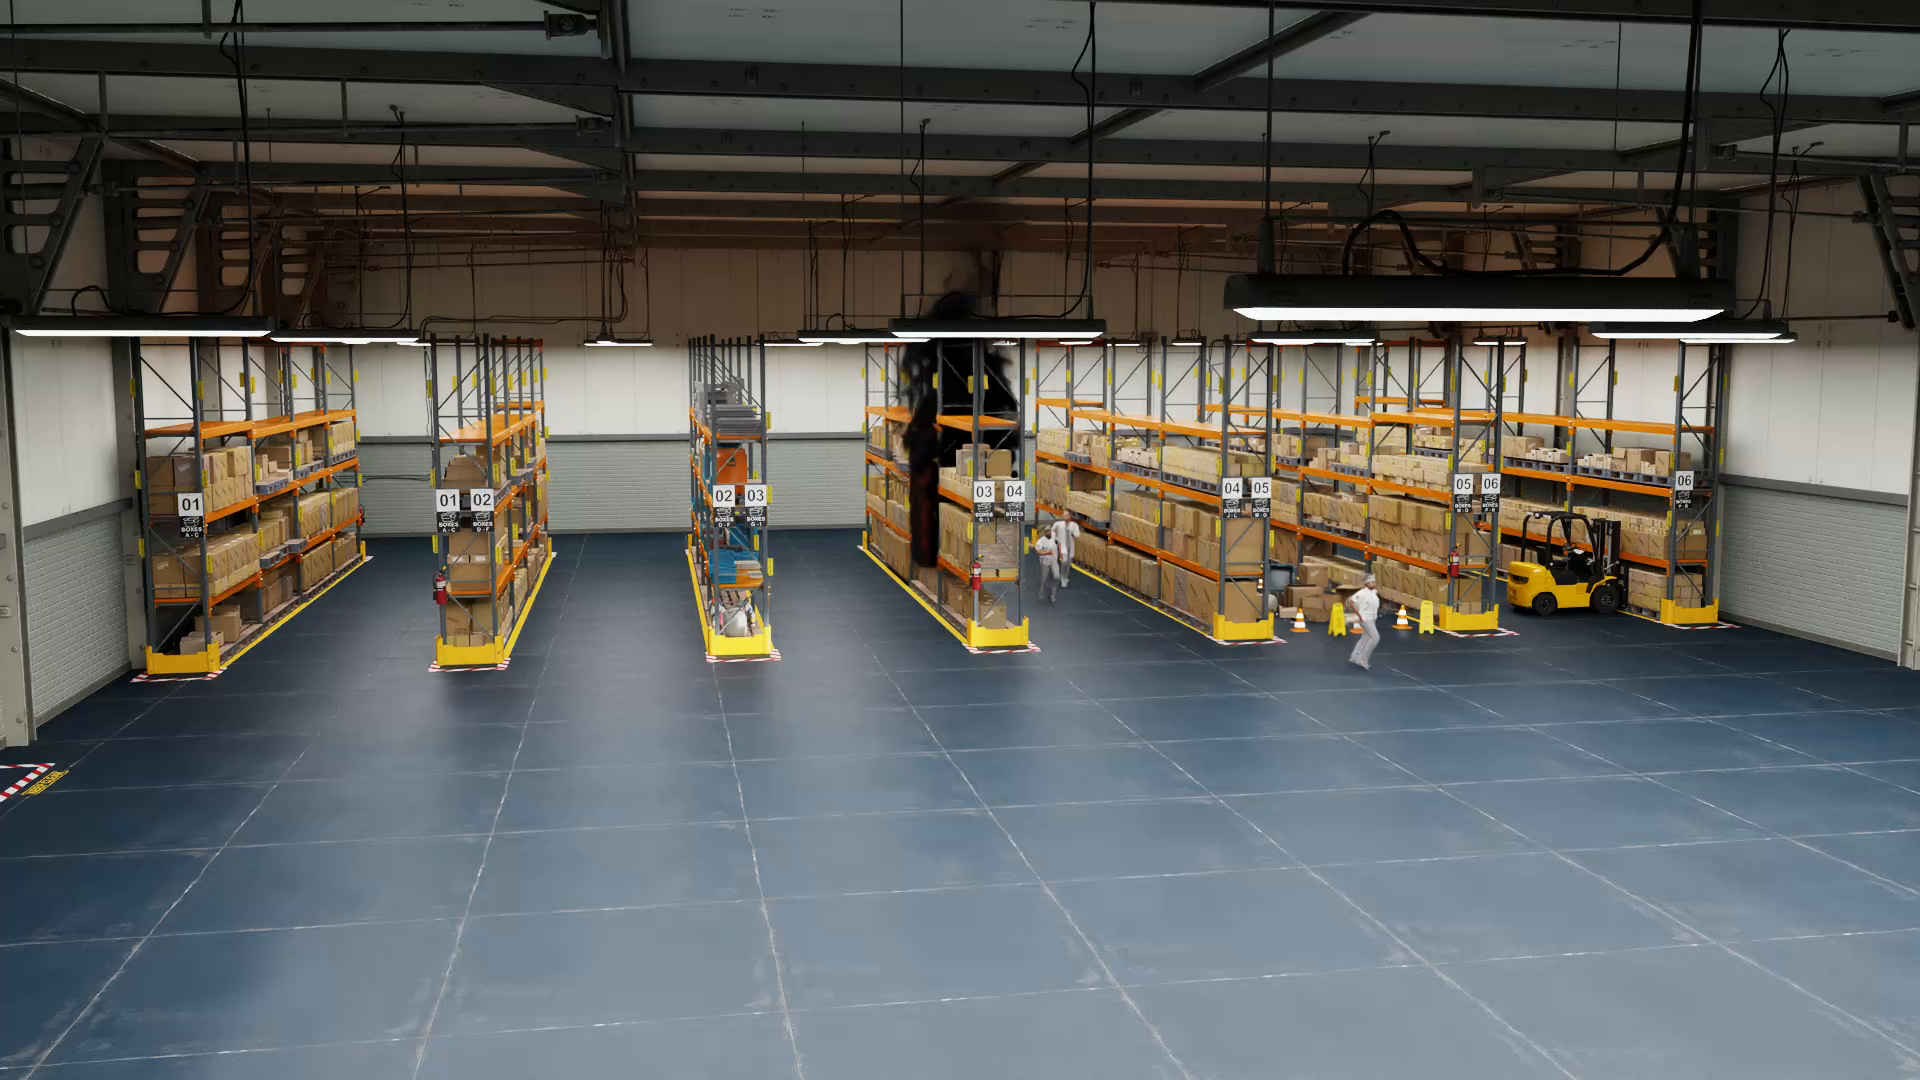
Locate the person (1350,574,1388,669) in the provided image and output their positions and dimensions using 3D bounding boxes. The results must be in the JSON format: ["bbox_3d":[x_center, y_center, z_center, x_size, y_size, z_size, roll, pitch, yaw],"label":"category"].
[{"bbox_3d":[7.390,1.467,30.018,0.682,1.728,0.548,6,9,41],"label":"person"}]

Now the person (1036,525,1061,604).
[{"bbox_3d":[2.020,0.535,37.684,0.674,1.808,0.896,-2,7,-14],"label":"person"}]

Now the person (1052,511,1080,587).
[{"bbox_3d":[2.575,0.215,40.444,0.669,1.849,0.835,-2,7,-16],"label":"person"}]
